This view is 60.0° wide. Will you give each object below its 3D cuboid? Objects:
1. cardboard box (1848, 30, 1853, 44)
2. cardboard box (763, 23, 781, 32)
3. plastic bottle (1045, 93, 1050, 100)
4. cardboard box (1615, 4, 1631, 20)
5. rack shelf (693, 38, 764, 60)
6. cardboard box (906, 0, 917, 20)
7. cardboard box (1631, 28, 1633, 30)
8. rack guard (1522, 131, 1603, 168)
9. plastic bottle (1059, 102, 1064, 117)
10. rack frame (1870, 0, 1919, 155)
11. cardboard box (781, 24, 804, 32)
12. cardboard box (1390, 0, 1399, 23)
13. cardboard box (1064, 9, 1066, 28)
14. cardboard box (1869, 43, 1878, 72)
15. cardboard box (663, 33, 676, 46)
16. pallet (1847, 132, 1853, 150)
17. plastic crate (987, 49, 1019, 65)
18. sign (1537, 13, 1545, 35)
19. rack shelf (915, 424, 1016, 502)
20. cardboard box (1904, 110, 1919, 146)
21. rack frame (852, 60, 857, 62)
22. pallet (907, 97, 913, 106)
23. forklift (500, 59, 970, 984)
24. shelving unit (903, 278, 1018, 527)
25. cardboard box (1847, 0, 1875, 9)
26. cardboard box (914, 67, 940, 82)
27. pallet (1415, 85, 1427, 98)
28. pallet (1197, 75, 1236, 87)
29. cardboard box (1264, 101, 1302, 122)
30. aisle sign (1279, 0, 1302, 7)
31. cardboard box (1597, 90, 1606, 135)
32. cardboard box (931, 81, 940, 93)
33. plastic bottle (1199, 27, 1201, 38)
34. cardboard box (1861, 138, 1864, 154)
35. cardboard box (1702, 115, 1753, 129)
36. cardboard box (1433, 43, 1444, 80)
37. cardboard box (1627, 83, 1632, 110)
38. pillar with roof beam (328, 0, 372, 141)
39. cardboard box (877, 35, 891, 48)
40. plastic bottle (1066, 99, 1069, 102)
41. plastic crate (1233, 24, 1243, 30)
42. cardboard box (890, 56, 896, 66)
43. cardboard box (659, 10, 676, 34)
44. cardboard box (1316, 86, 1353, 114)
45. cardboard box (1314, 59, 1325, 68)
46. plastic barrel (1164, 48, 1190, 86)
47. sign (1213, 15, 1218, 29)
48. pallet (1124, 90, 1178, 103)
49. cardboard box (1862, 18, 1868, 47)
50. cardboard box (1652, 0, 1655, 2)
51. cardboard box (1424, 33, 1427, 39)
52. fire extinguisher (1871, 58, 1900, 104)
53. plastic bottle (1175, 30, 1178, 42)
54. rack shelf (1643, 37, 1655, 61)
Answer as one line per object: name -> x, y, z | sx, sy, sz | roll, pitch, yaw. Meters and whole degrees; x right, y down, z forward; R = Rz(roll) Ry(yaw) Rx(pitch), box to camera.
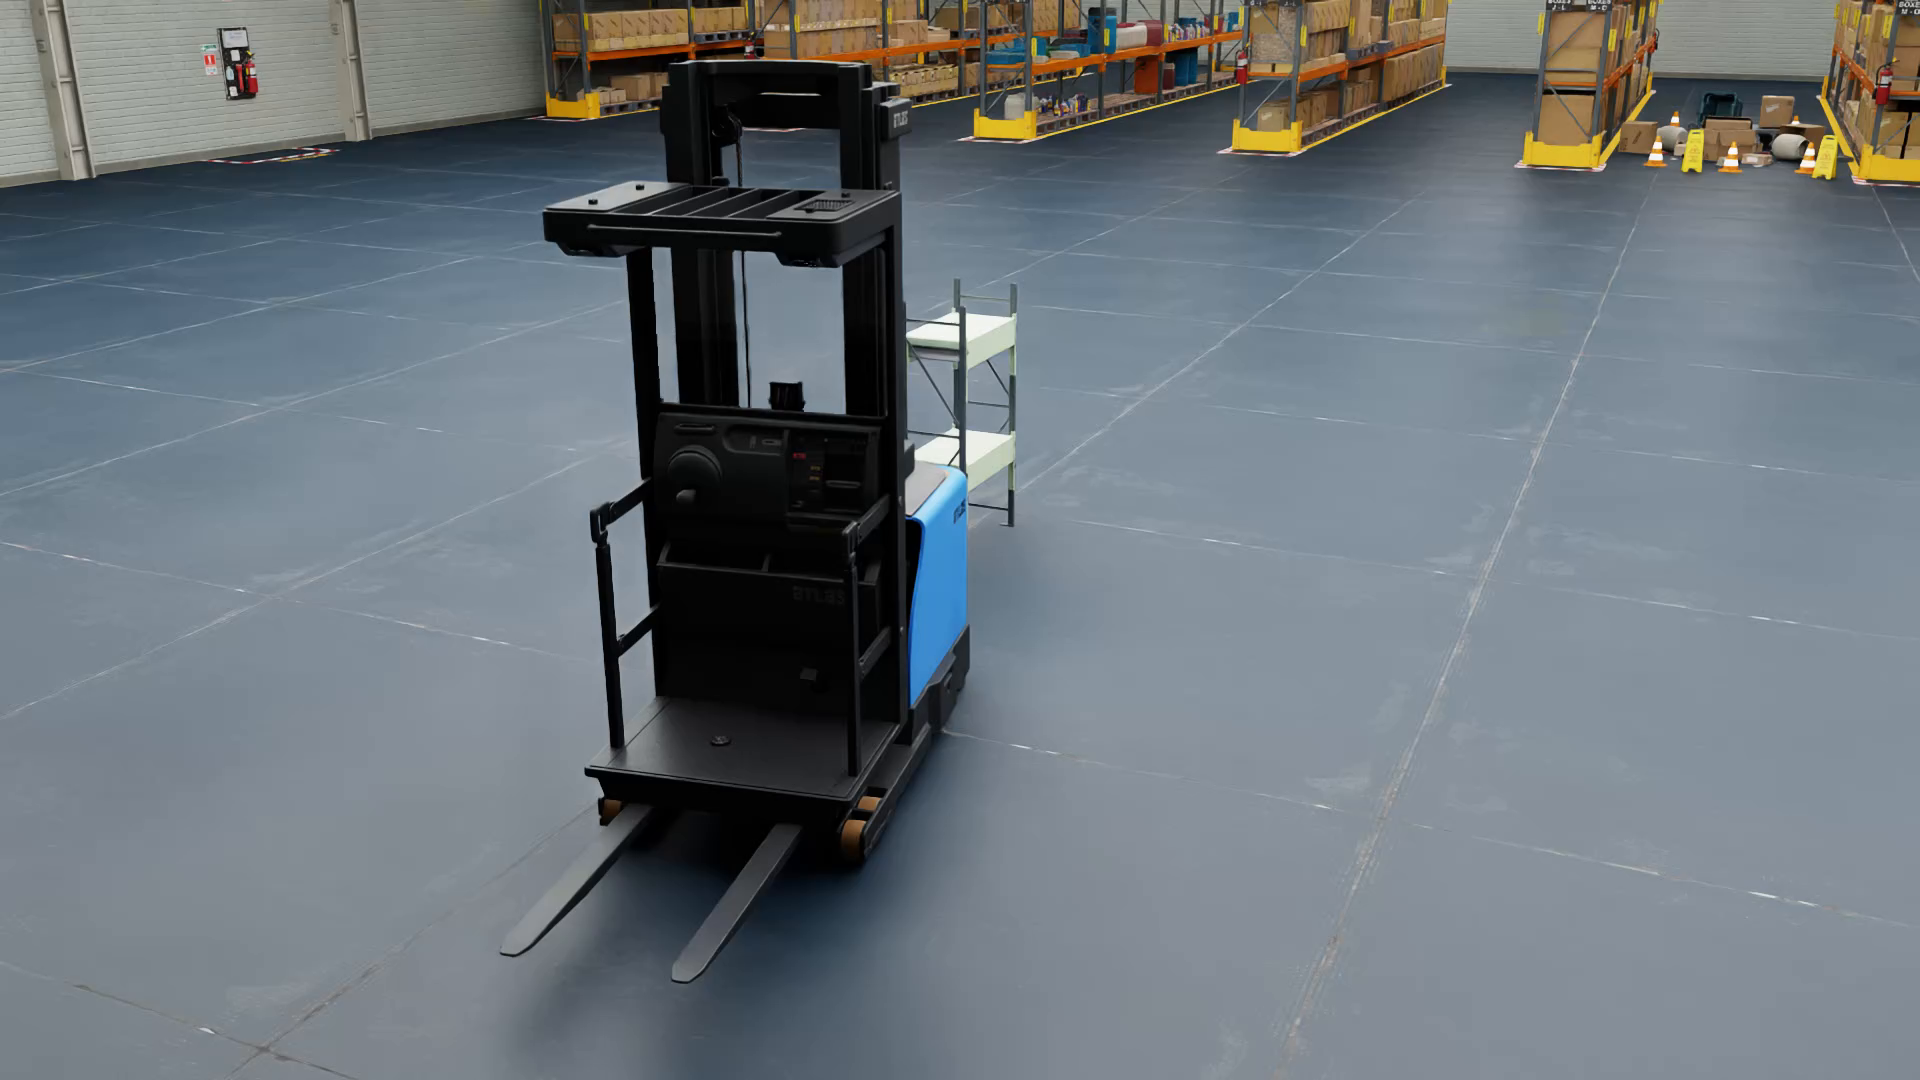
cardboard box -> 18.055, -10.037, 33.192 | 0.500, 0.250, 0.500 | 8, 21, 21
cardboard box -> -3.680, -10.143, 32.895 | 0.380, 0.149, 0.250 | 8, 21, 22
plastic bottle -> 1.784, -8.958, 33.979 | 0.144, 0.351, 0.185 | 9, 22, 24
cardboard box -> 12.940, -10.403, 33.103 | 0.700, 0.500, 0.500 | 8, 21, 22
rack shelf -> -5.726, -11.821, 39.804 | 1.077, 0.370, 4.000 | 9, 21, 23
cardboard box -> -1.831, -15.201, 47.787 | 0.980, 0.700, 0.700 | 10, 22, 25
cardboard box -> 13.514, -10.361, 33.929 | 0.380, 0.149, 0.250 | 10, 22, 25
rack guard -> 9.848, -6.390, 27.191 | 1.175, 0.500, 0.348 | 9, 21, 23
plastic bottle -> 1.991, -8.472, 32.711 | 0.061, 0.283, 0.133 | 9, 21, 24
rack frame -> 14.415, -6.927, 24.970 | 1.000, 3.000, 0.127 | 9, 21, 23
cardboard box -> -3.305, -10.090, 32.747 | 0.380, 0.149, 0.250 | 8, 21, 22
cardboard box -> 9.233, -11.672, 36.666 | 0.797, 0.503, 0.637 | 9, 22, 24
cardboard box -> 2.536, -14.100, 44.991 | 0.500, 0.500, 0.500 | 9, 21, 23
cardboard box -> 15.216, -7.932, 27.204 | 0.500, 0.500, 0.500 | 8, 21, 22
cardboard box -> -6.674, -11.150, 37.037 | 0.500, 0.250, 0.500 | 9, 21, 23
pallet -> 16.370, -7.074, 29.545 | 1.003, 0.211, 1.213 | 9, 21, 23
plastic crate -> 0.787, -9.090, 31.275 | 0.499, 0.251, 0.616 | 9, 21, 23
sign -> 9.368, -8.311, 26.780 | 0.100, 0.325, 0.005 | 9, 21, 23
rack shelf -> -0.003, -0.397, 9.821 | 0.431, 0.370, 0.720 | 9, 21, 23
cardboard box -> 15.007, -6.398, 25.842 | 0.500, 0.500, 0.500 | 8, 21, 21
rack frame -> -3.269, -13.994, 44.841 | 1.000, 3.000, 0.127 | 9, 21, 23
pallet -> -1.758, -9.787, 37.172 | 1.003, 0.211, 1.213 | 9, 21, 23
forklift -> -0.817, -0.273, 6.363 | 1.130, 2.935, 3.031 | 5, 20, 14
shelving unit -> -0.003, -0.705, 9.712 | 0.431, 1.500, 0.755 | 9, 21, 23
cardboard box -> 19.270, -11.296, 35.612 | 0.500, 0.500, 0.500 | 8, 21, 22
cardboard box -> -0.792, -10.752, 38.364 | 0.500, 0.311, 0.500 | 8, 21, 22
pallet -> 10.670, -10.863, 40.199 | 1.003, 0.211, 1.213 | 9, 21, 23
pallet -> 6.533, -11.925, 43.186 | 1.003, 0.211, 1.213 | 9, 21, 23
cardboard box -> 5.858, -7.683, 30.199 | 0.500, 0.500, 0.500 | 15, 25, 37
aisle sign -> 5.622, -9.451, 28.188 | 0.394, 0.787, 0.004 | 9, 21, 23
cardboard box -> 10.808, -7.536, 29.227 | 0.875, 0.875, 0.875 | 9, 21, 23
cardboard box -> -0.796, -10.489, 38.463 | 0.500, 0.250, 0.500 | 9, 22, 24
plastic bottle -> 5.753, -12.300, 40.262 | 0.152, 0.276, 0.135 | 9, 21, 23
cardboard box -> 14.720, -6.270, 26.601 | 0.500, 0.250, 0.500 | 9, 21, 23
cardboard box -> 13.200, -6.986, 28.659 | 0.797, 0.637, 0.503 | 9, 21, 23
cardboard box -> 11.737, -12.168, 42.251 | 0.875, 0.875, 0.875 | 9, 21, 23
cardboard box -> 13.656, -9.222, 34.527 | 0.500, 0.500, 0.500 | 8, 21, 20
pillar with roof beam -> -7.215, -11.060, 27.638 | 9.100, 9.000, 0.400 | 9, 21, 23
cardboard box -> -1.863, -10.956, 36.522 | 0.500, 0.250, 0.500 | 10, 22, 26
plastic bottle -> 2.177, -8.729, 33.434 | 0.061, 0.283, 0.133 | 9, 21, 23
plastic crate -> 7.238, -13.487, 43.721 | 0.396, 0.136, 0.243 | 9, 21, 23
cardboard box -> -2.237, -13.702, 47.125 | 0.700, 0.500, 0.500 | 8, 21, 21
cardboard box -> -6.656, -11.500, 36.904 | 0.500, 0.500, 0.500 | 8, 21, 22
cardboard box -> 7.495, -8.867, 33.499 | 0.700, 0.500, 0.500 | 8, 21, 22
cardboard box -> 6.411, -8.668, 30.240 | 0.380, 0.149, 0.250 | 9, 21, 23
plastic barrel -> 5.241, -11.463, 40.230 | 0.600, 0.901, 0.708 | 9, 21, 23
sign -> 6.270, -12.689, 40.759 | 0.100, 0.325, 0.005 | 9, 21, 23
pallet -> 4.416, -10.345, 38.742 | 1.003, 0.211, 1.213 | 9, 21, 23
cardboard box -> 16.665, -9.176, 30.075 | 0.500, 0.500, 0.500 | 8, 21, 21
cardboard box -> 15.611, -12.317, 38.040 | 0.500, 0.500, 0.500 | 9, 21, 24
cardboard box -> 10.927, -12.042, 39.728 | 0.380, 0.149, 0.250 | 9, 22, 24
fire extinguisher -> 13.947, -6.919, 25.062 | 0.296, 0.674, 0.183 | 9, 21, 23
plastic bottle -> 5.014, -11.724, 38.649 | 0.097, 0.271, 0.097 | 0, 20, 0
rack shelf -> 15.590, -11.516, 38.947 | 1.077, 0.370, 4.000 | 9, 21, 23
